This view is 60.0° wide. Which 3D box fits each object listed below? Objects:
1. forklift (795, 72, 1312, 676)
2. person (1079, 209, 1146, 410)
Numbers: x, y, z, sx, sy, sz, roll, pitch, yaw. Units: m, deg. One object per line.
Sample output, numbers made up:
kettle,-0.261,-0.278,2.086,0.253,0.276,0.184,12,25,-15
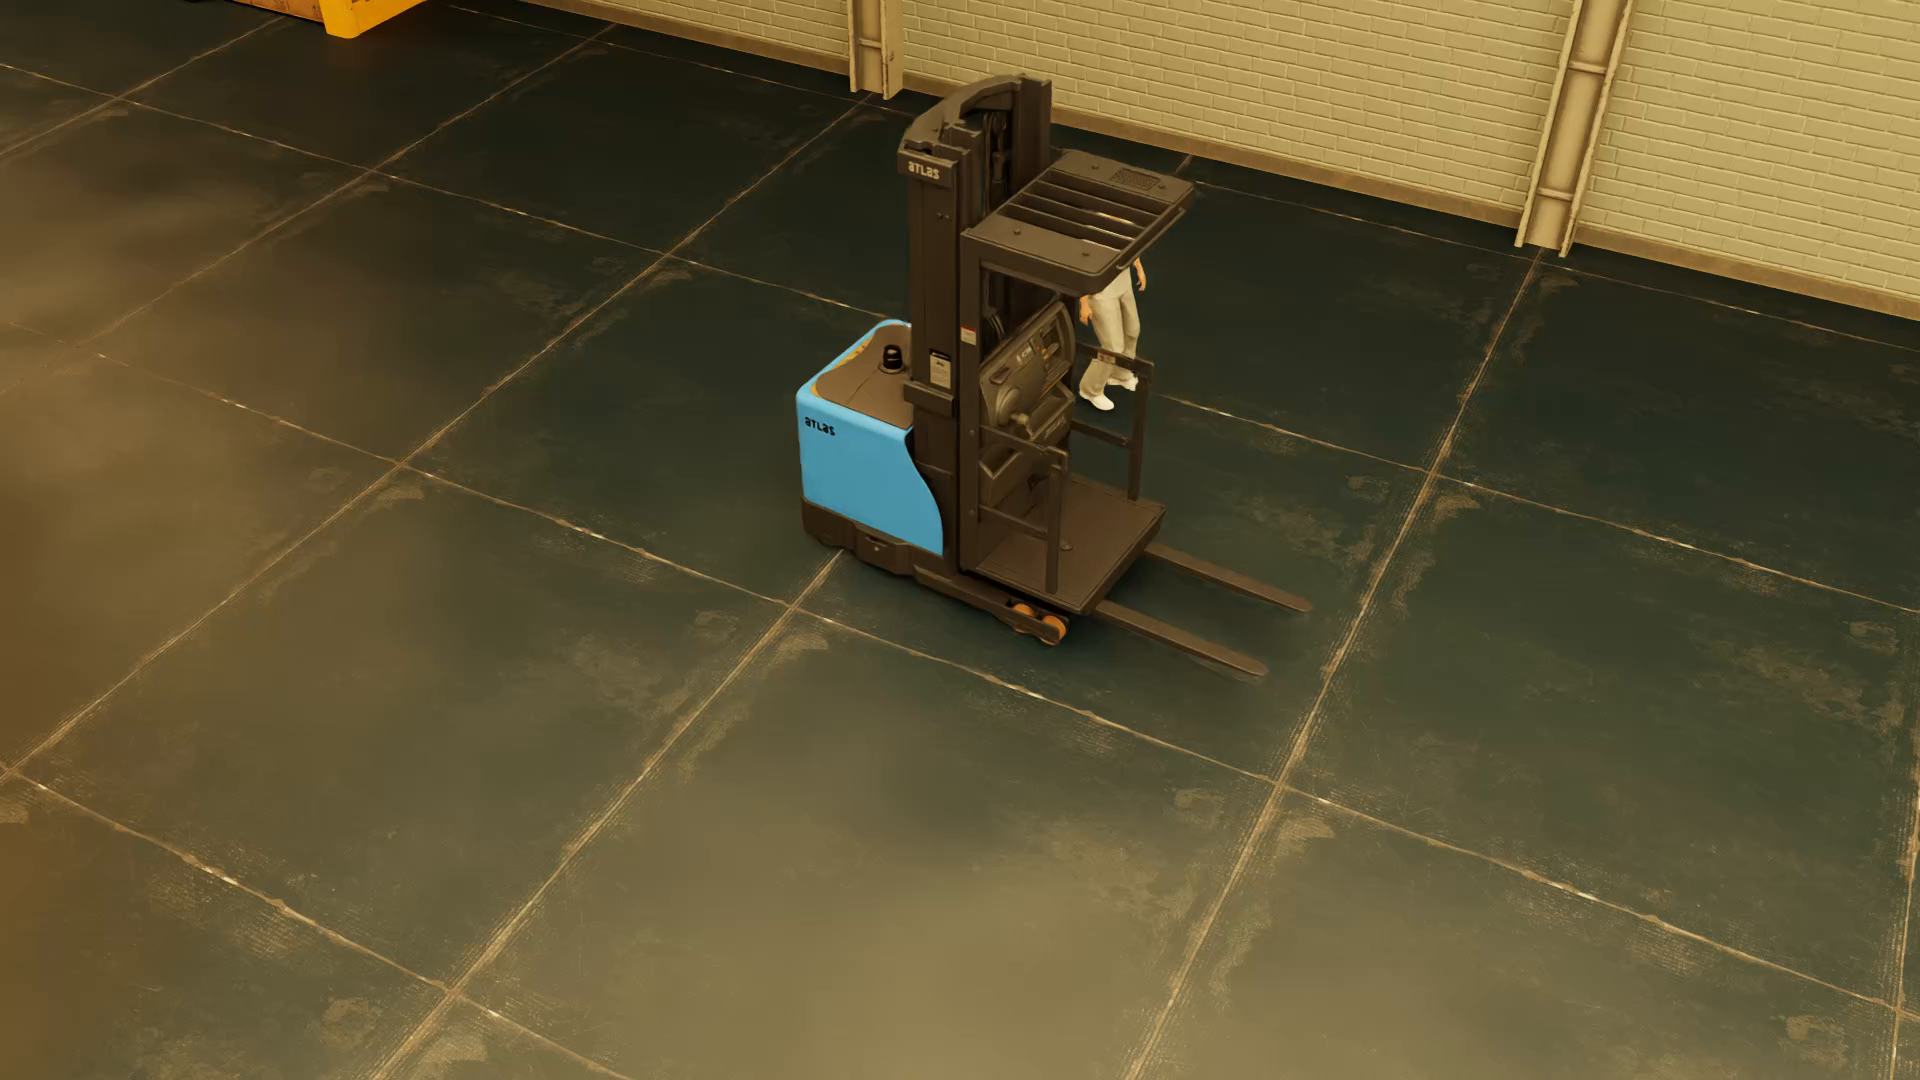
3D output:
forklift,0.549,-0.913,9.071,3.031,2.935,1.130,22,45,24
person,0.997,-1.628,10.906,0.405,1.660,0.613,26,47,28
